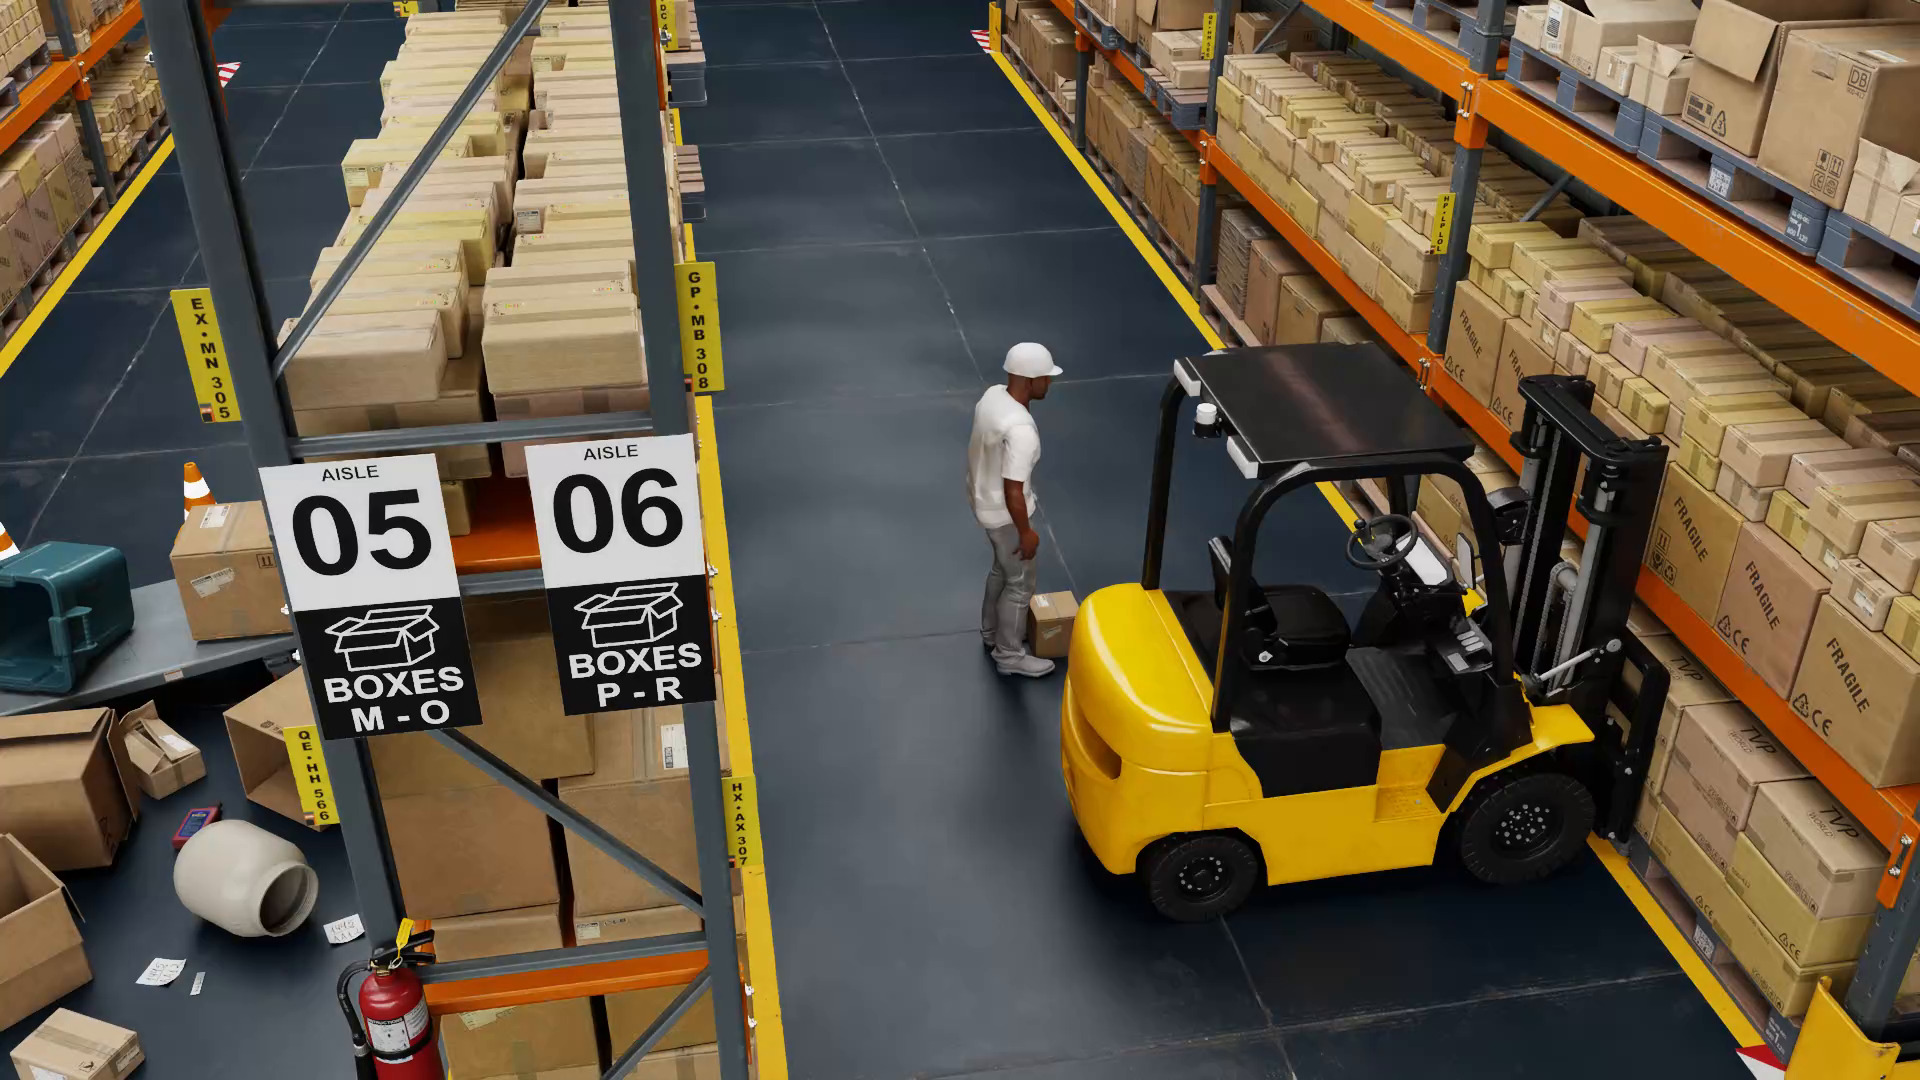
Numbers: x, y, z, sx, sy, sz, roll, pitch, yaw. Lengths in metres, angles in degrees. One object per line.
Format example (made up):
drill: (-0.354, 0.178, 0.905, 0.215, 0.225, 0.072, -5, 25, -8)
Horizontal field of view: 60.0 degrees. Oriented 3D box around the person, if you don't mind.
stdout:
person: (0.273, -0.166, 8.402, 0.461, 1.760, 0.626, -5, 31, -9)
